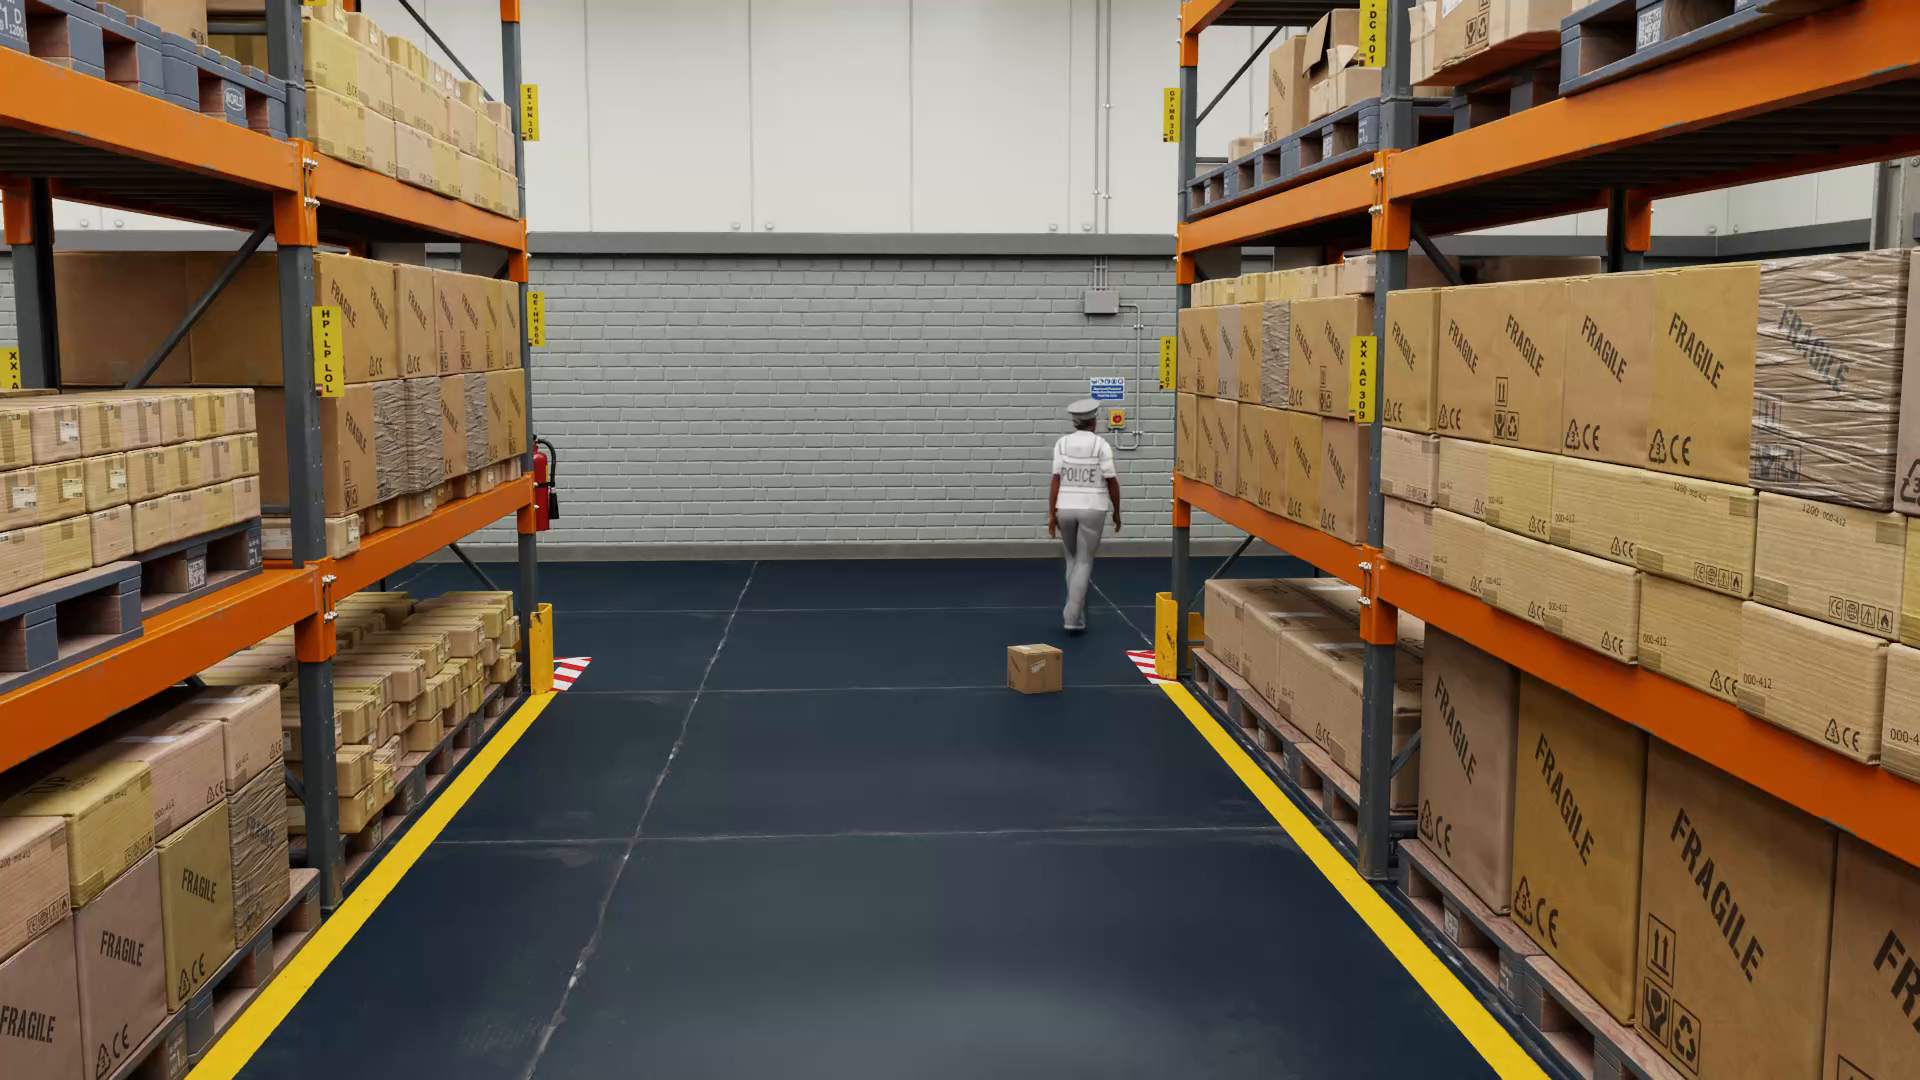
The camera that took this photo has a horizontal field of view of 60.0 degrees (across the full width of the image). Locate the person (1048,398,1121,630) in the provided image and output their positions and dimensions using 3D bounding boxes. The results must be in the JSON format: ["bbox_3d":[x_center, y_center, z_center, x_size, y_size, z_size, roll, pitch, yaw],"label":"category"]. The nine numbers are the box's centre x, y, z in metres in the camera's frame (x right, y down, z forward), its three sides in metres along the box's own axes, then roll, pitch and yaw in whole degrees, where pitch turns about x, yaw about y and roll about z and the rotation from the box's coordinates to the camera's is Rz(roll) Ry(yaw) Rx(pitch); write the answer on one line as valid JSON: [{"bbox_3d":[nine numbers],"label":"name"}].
[{"bbox_3d":[0.919,-0.161,12.087,0.477,1.724,0.696,3,8,23],"label":"person"}]
